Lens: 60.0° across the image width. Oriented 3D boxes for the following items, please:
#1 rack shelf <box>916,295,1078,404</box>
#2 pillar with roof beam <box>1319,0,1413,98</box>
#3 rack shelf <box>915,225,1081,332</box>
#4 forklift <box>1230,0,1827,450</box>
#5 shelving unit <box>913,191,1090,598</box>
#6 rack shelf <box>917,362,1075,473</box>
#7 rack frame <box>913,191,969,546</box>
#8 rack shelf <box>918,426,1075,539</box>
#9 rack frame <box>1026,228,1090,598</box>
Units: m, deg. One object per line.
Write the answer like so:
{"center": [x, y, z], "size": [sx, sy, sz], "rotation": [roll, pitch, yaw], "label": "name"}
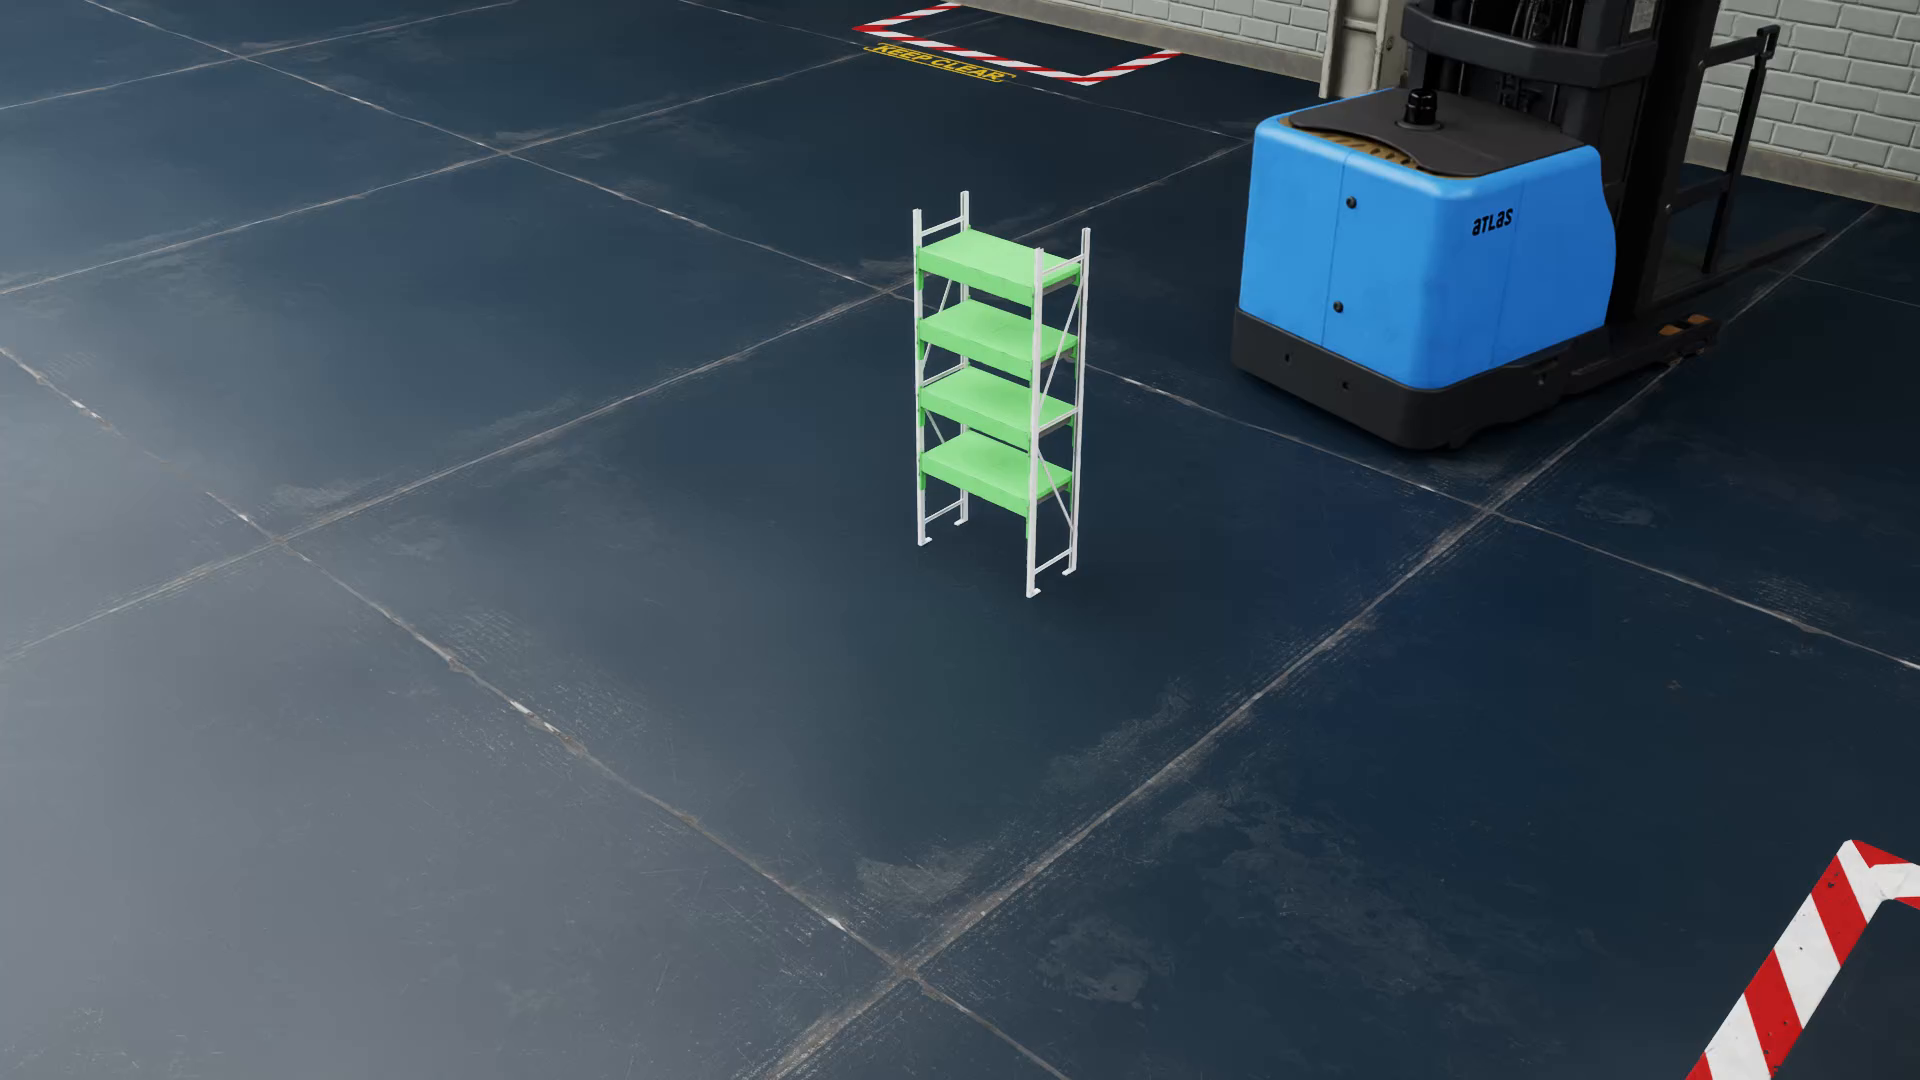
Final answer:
{"center": [0.123, -0.608, 5.255], "size": [0.480, 0.148, 0.258], "rotation": [25, 39, 35], "label": "rack shelf"}
{"center": [-0.416, -4.950, 5.247], "size": [0.400, 9.000, 9.100], "rotation": [25, 39, 35], "label": "pillar with roof beam"}
{"center": [0.123, -0.813, 5.131], "size": [0.480, 0.148, 0.258], "rotation": [25, 39, 35], "label": "rack shelf"}
{"center": [2.602, -2.184, 6.536], "size": [3.031, 2.935, 1.130], "rotation": [-21, 37, -30], "label": "forklift"}
{"center": [0.123, -0.457, 5.345], "size": [0.503, 1.200, 0.258], "rotation": [25, 39, 35], "label": "shelving unit"}
{"center": [0.123, -0.402, 5.378], "size": [0.480, 0.148, 0.258], "rotation": [25, 39, 35], "label": "rack shelf"}
{"center": [-0.058, -0.541, 5.486], "size": [0.015, 1.200, 0.240], "rotation": [25, 39, 35], "label": "rack frame"}
{"center": [0.123, -0.196, 5.502], "size": [0.480, 0.148, 0.258], "rotation": [25, 39, 35], "label": "rack shelf"}
{"center": [0.304, -0.372, 5.205], "size": [0.015, 1.200, 0.240], "rotation": [25, 39, 35], "label": "rack frame"}
